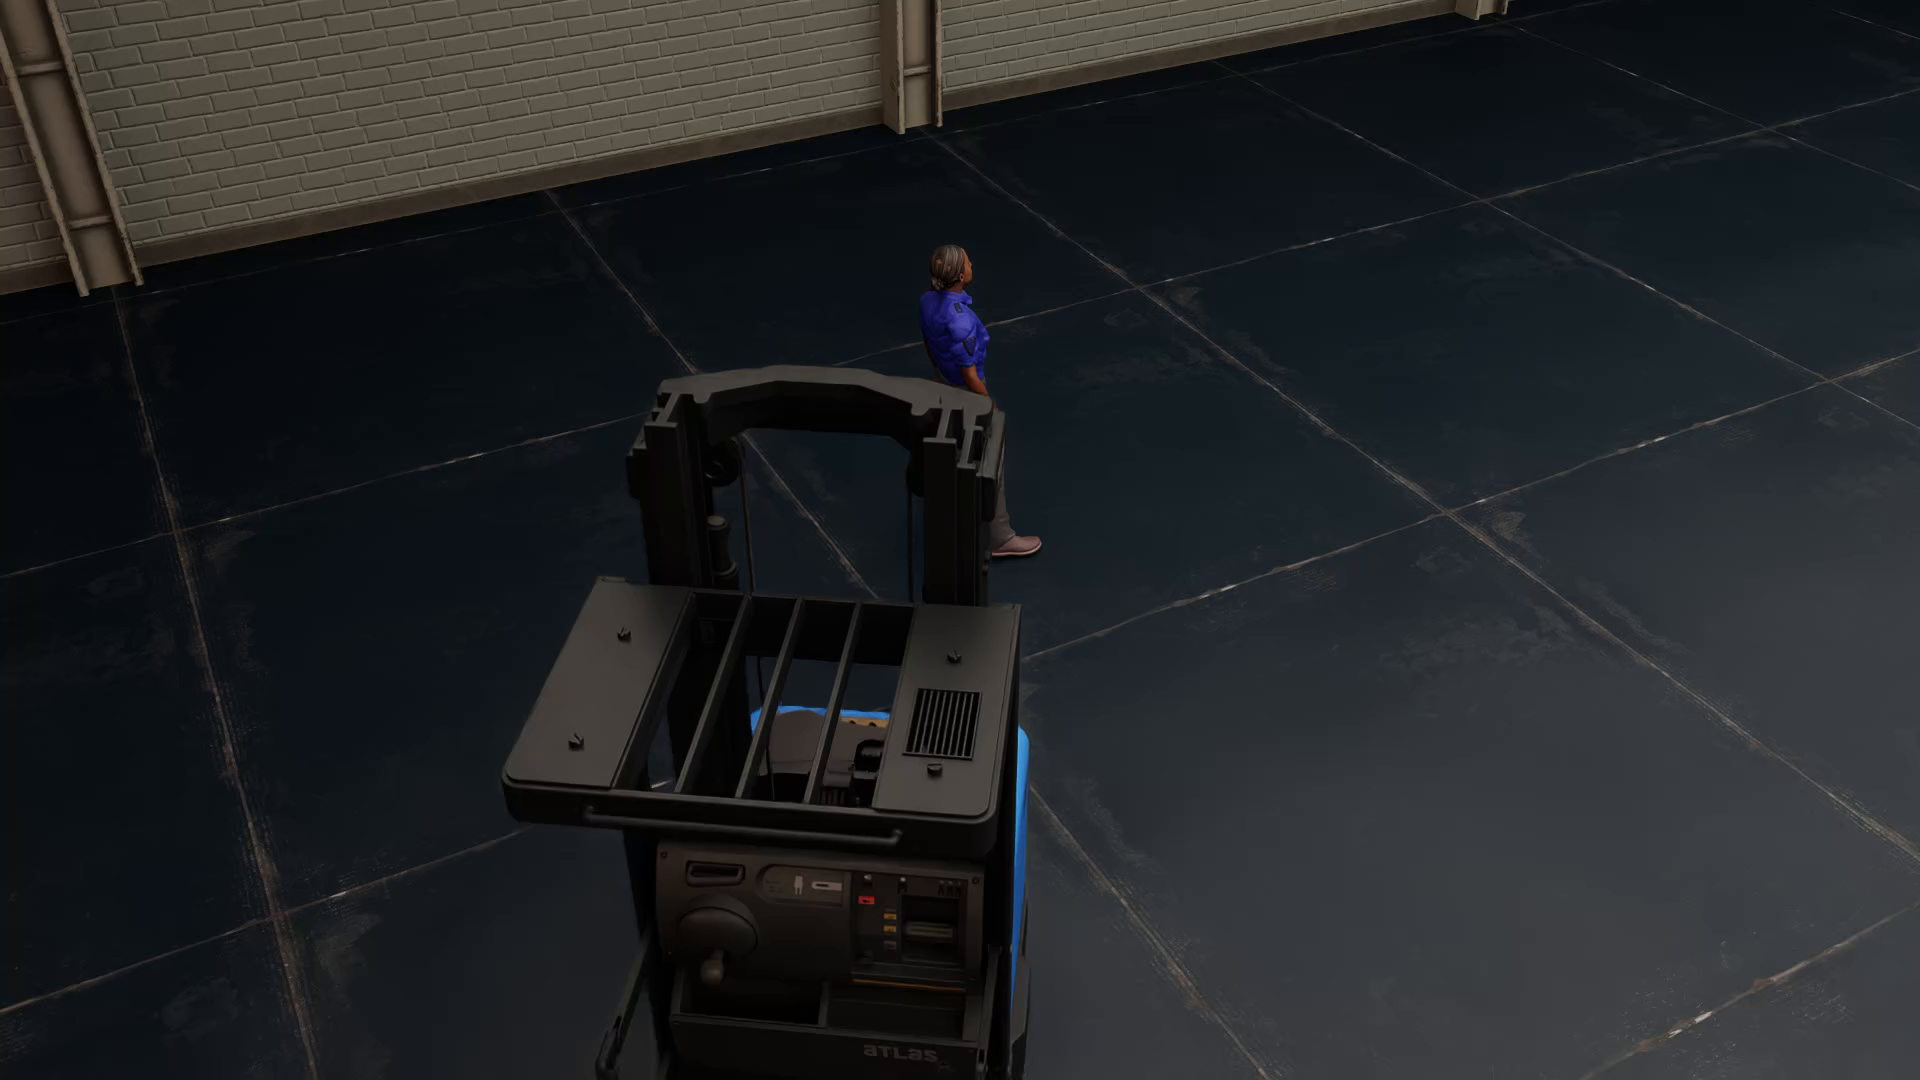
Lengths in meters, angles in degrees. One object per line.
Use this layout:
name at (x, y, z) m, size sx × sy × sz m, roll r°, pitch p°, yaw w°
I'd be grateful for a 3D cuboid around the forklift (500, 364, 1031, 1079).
forklift at (-0.419, 1.137, 4.514) m, size 1.130 × 2.935 × 3.031 m, roll 4°, pitch 35°, yaw 5°

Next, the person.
person at (0.087, -0.695, 8.200) m, size 0.503 × 1.656 × 0.570 m, roll -17°, pitch 39°, yaw -23°
